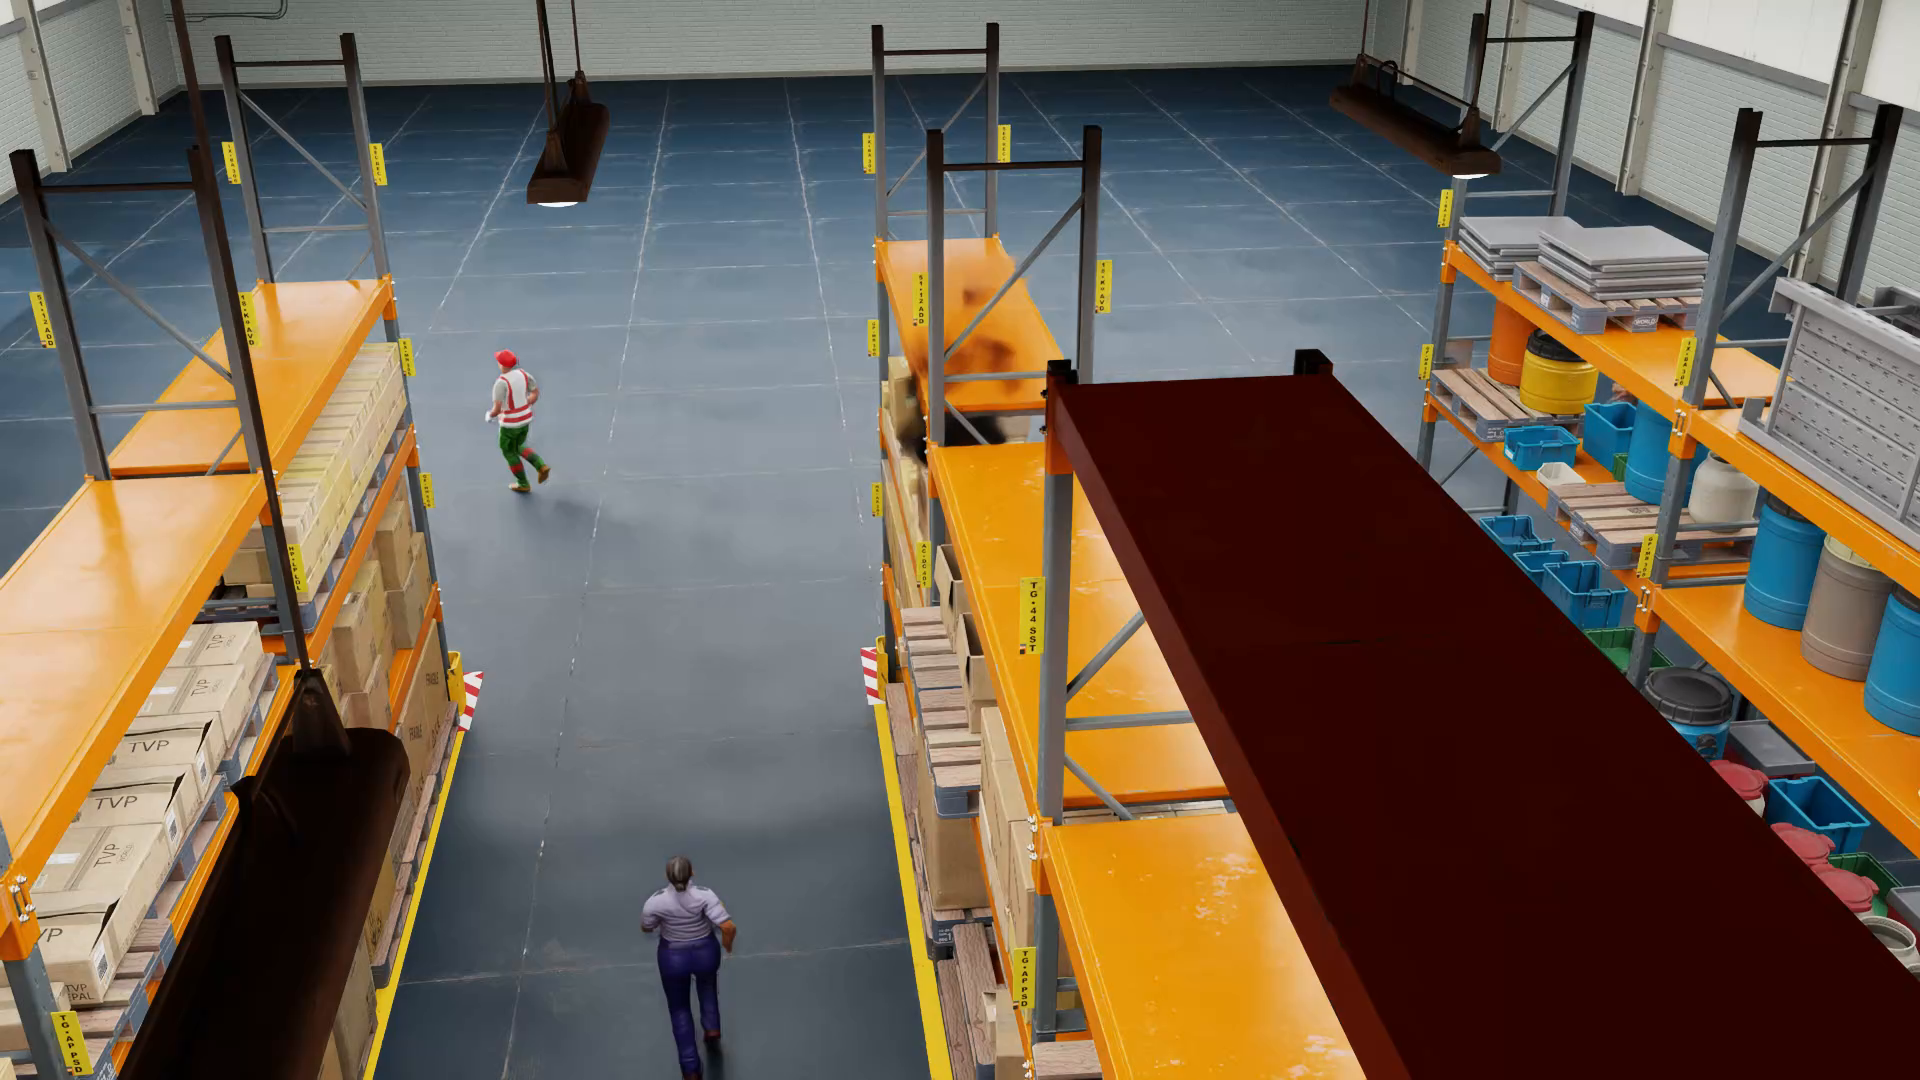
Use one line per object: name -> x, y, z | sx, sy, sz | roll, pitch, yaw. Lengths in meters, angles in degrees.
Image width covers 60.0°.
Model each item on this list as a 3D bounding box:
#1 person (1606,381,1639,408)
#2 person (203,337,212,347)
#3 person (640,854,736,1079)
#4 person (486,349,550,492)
person -> 7.256, -0.993, 18.542 | 0.827, 1.849, 0.671 | 8, 27, 16
person -> -8.809, -1.599, 19.920 | 0.763, 1.729, 0.538 | 14, 29, 27
person -> -1.766, 2.745, 10.865 | 0.577, 1.694, 0.706 | -7, 26, -15
person -> -5.154, -1.365, 19.349 | 0.593, 1.756, 0.678 | 13, 29, 26
